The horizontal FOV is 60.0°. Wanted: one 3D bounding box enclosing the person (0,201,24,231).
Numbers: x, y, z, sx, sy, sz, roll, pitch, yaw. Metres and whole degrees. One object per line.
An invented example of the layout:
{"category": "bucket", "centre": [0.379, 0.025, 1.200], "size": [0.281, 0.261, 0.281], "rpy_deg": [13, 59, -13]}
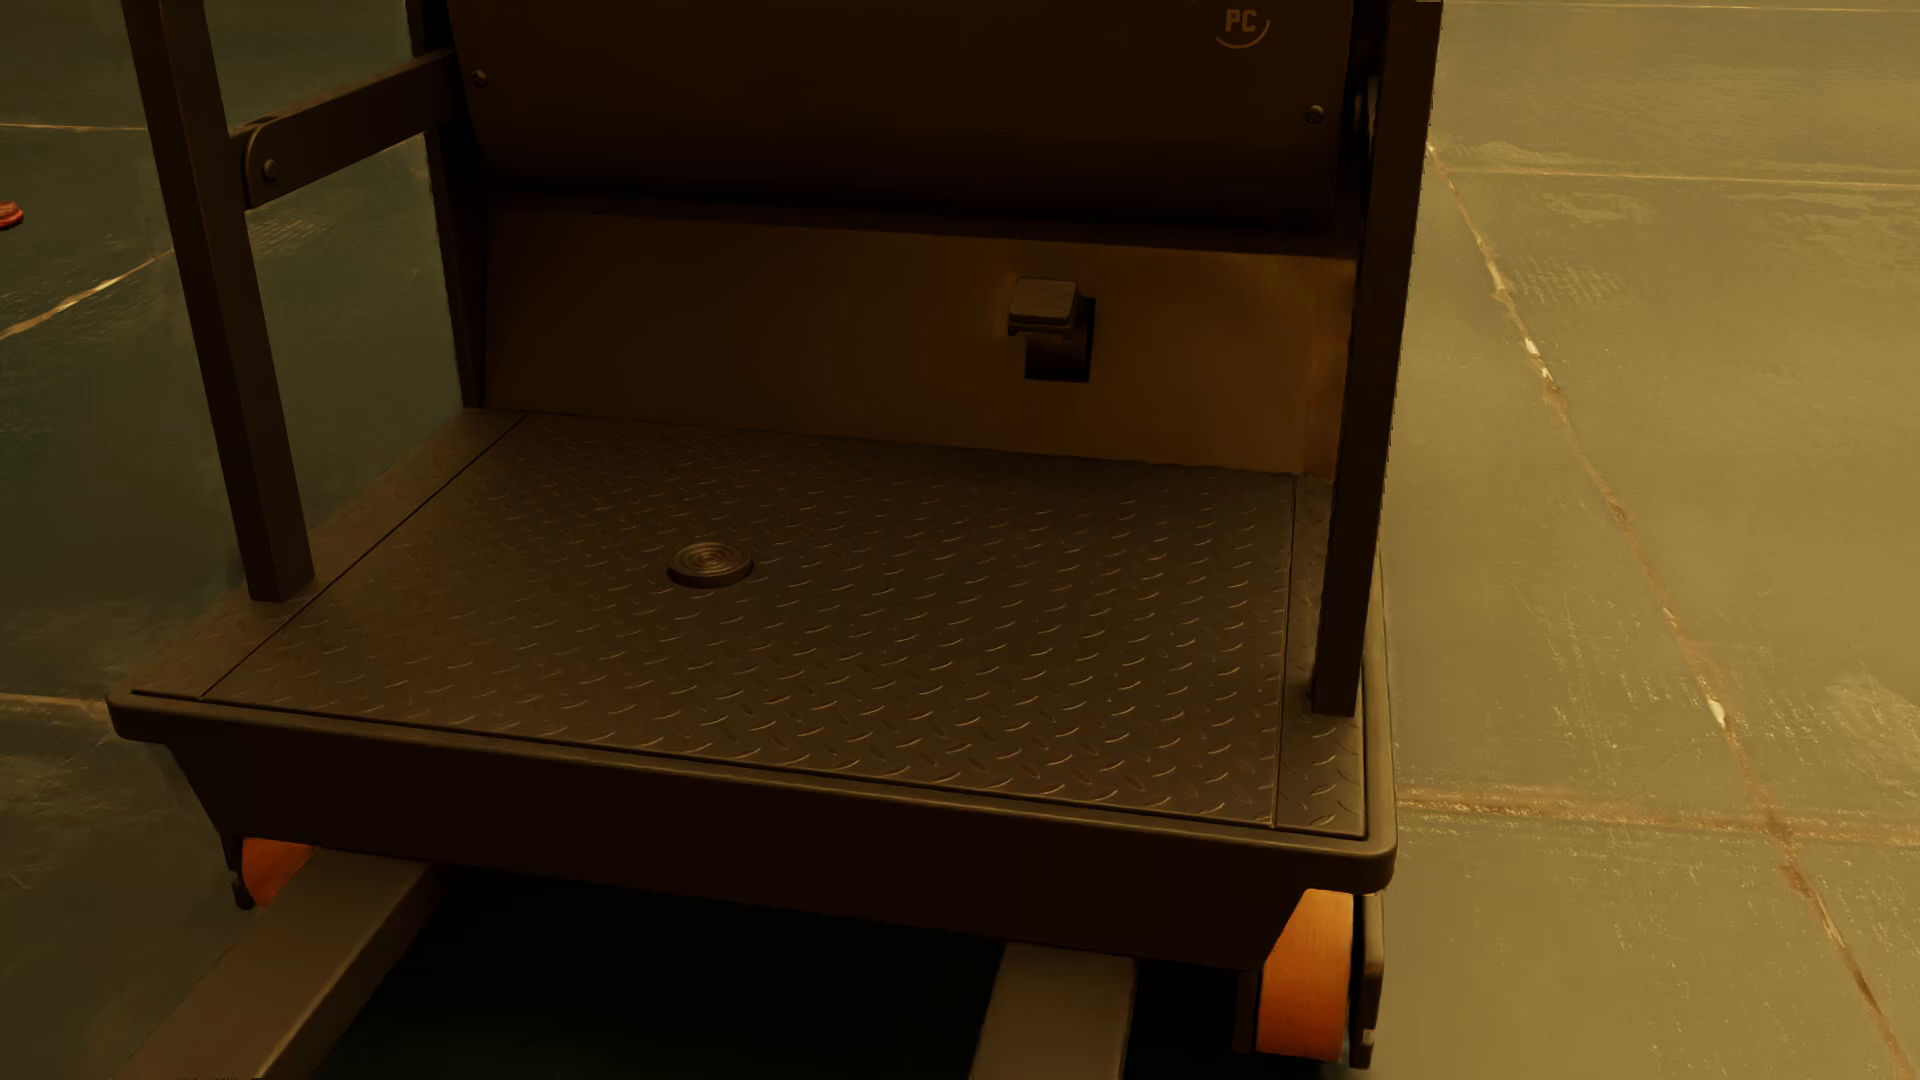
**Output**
{"category": "person", "centre": [-2.568, -1.495, 3.660], "size": [0.636, 1.644, 0.394], "rpy_deg": [16, 31, 29]}

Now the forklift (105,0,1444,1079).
{"category": "forklift", "centre": [-0.114, -1.013, 1.247], "size": [1.130, 2.935, 3.031], "rpy_deg": [5, 27, 10]}
